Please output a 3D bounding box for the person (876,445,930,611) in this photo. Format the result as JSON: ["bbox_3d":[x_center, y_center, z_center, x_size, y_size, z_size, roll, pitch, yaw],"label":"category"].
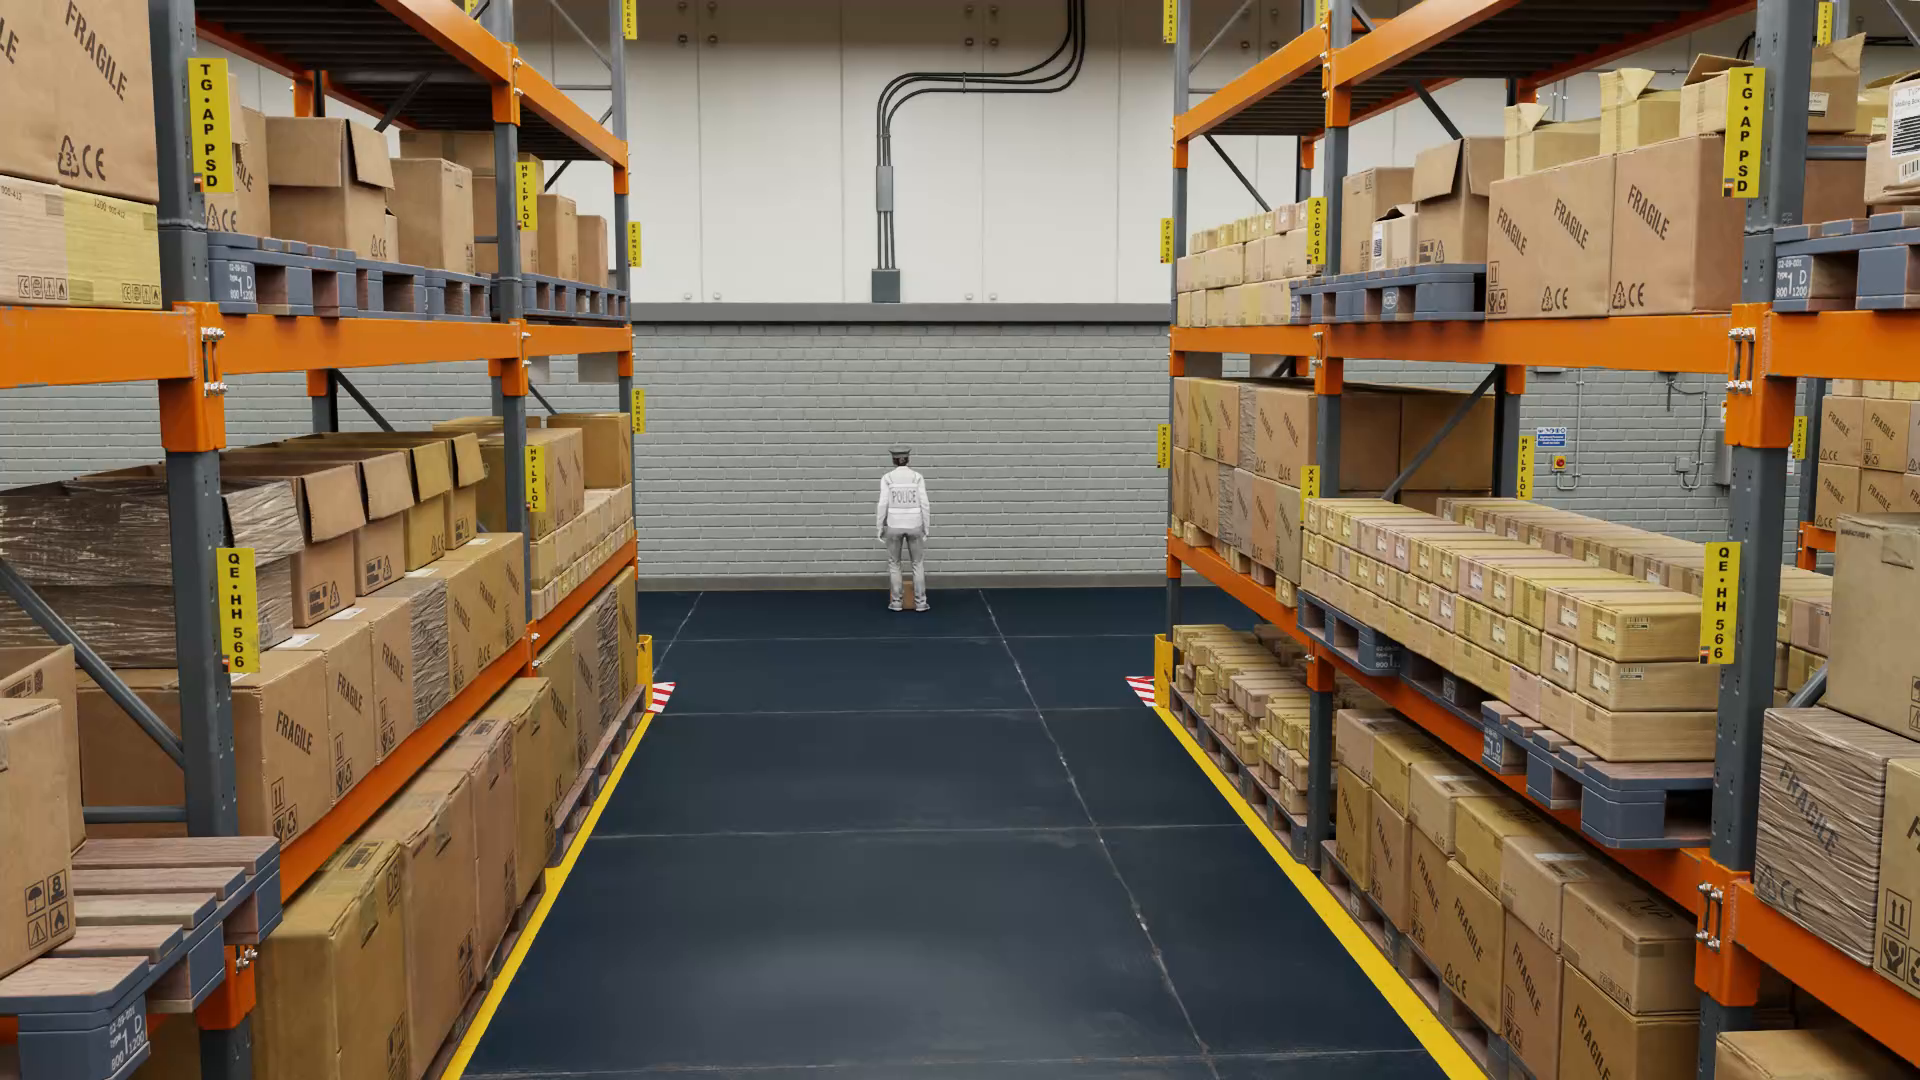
[{"bbox_3d":[-0.569,-0.113,16.658,0.545,1.663,0.415,-1,7,-7],"label":"person"}]
